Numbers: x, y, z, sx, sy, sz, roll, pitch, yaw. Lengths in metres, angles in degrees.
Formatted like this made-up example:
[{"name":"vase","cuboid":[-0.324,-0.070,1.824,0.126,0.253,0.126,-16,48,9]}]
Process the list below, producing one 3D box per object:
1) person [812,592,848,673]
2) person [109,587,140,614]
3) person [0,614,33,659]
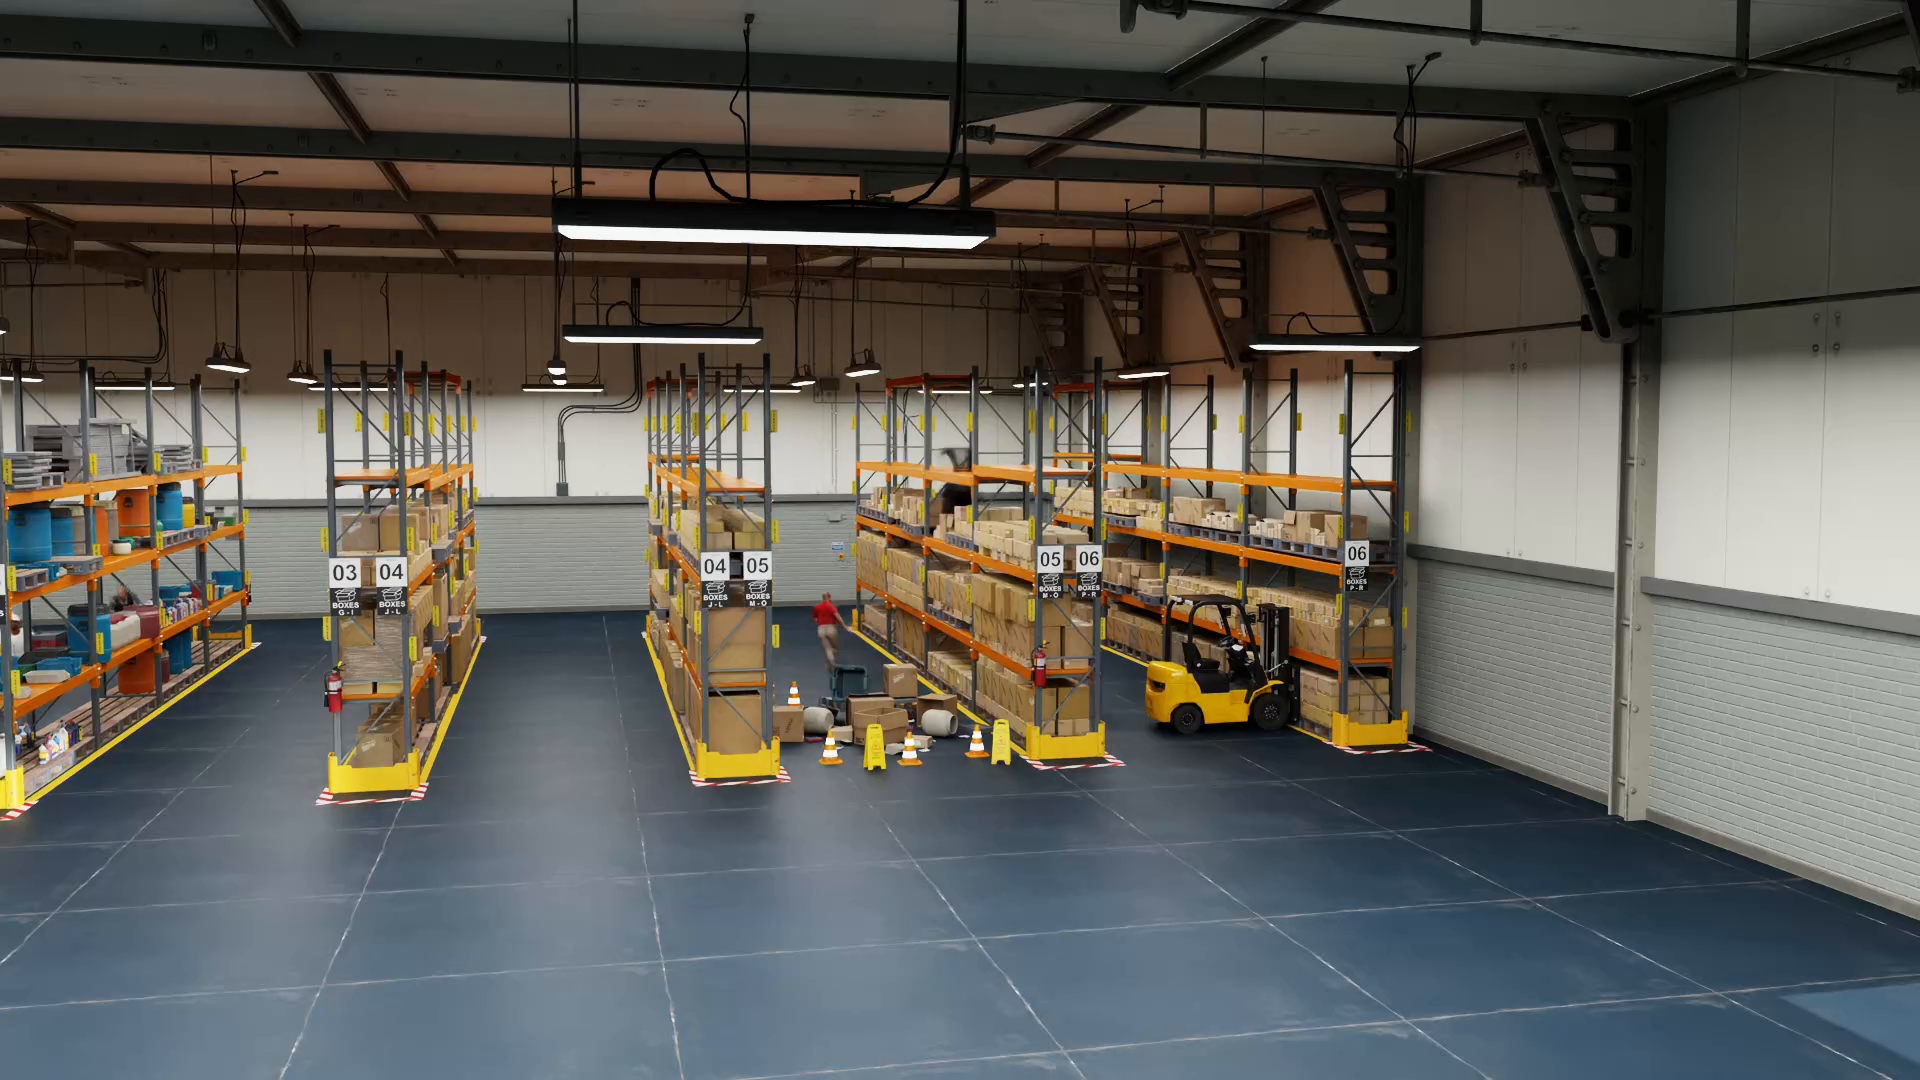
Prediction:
[{"name":"person","cuboid":[-2.642,1.884,33.393,0.786,1.667,0.670,1,4,12]},{"name":"person","cuboid":[-18.321,1.739,36.514,0.736,1.473,0.869,-3,5,-41]},{"name":"person","cuboid":[-16.456,2.137,28.958,0.696,1.719,0.712,-2,4,-25]}]
